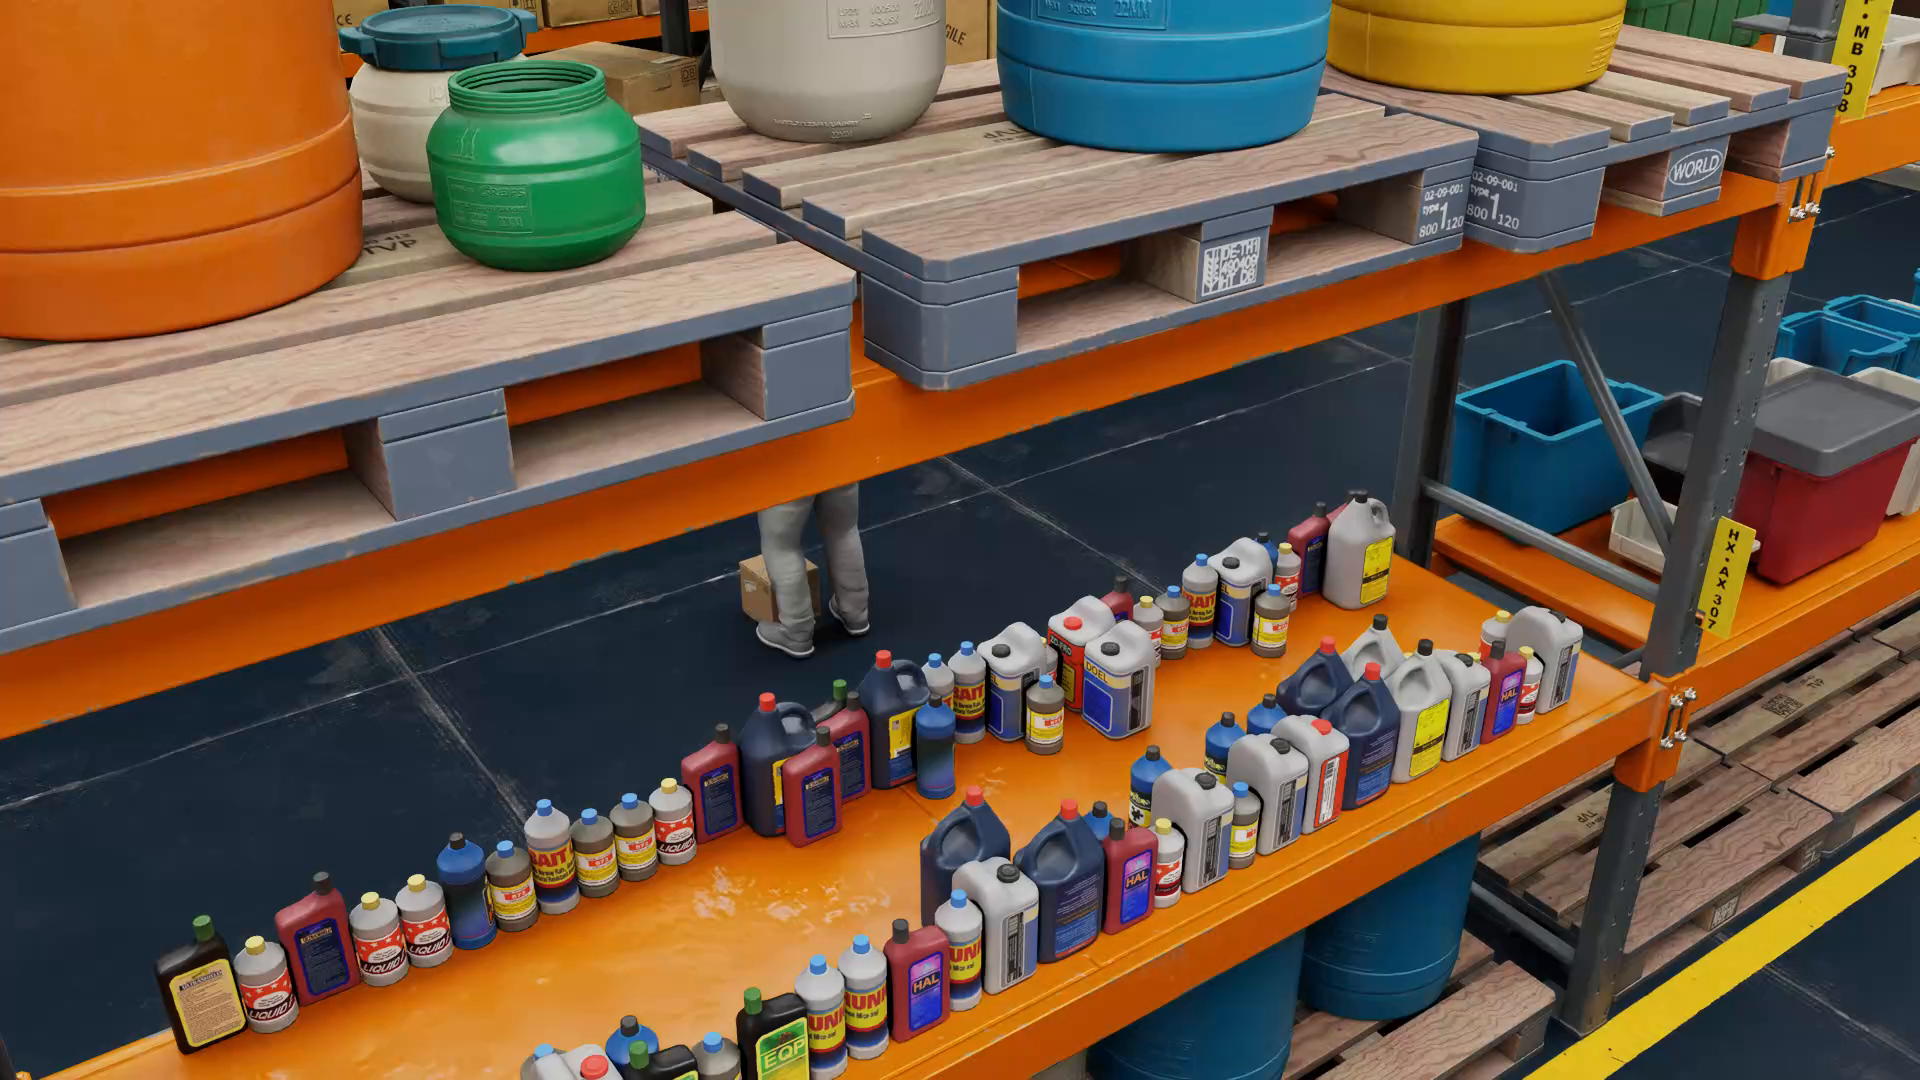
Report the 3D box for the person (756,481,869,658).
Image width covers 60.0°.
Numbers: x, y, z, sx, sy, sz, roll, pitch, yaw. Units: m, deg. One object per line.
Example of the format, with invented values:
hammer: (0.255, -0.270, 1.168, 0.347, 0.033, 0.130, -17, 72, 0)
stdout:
person: (-0.623, -0.342, 6.748, 0.591, 1.748, 0.435, -19, 34, -31)
